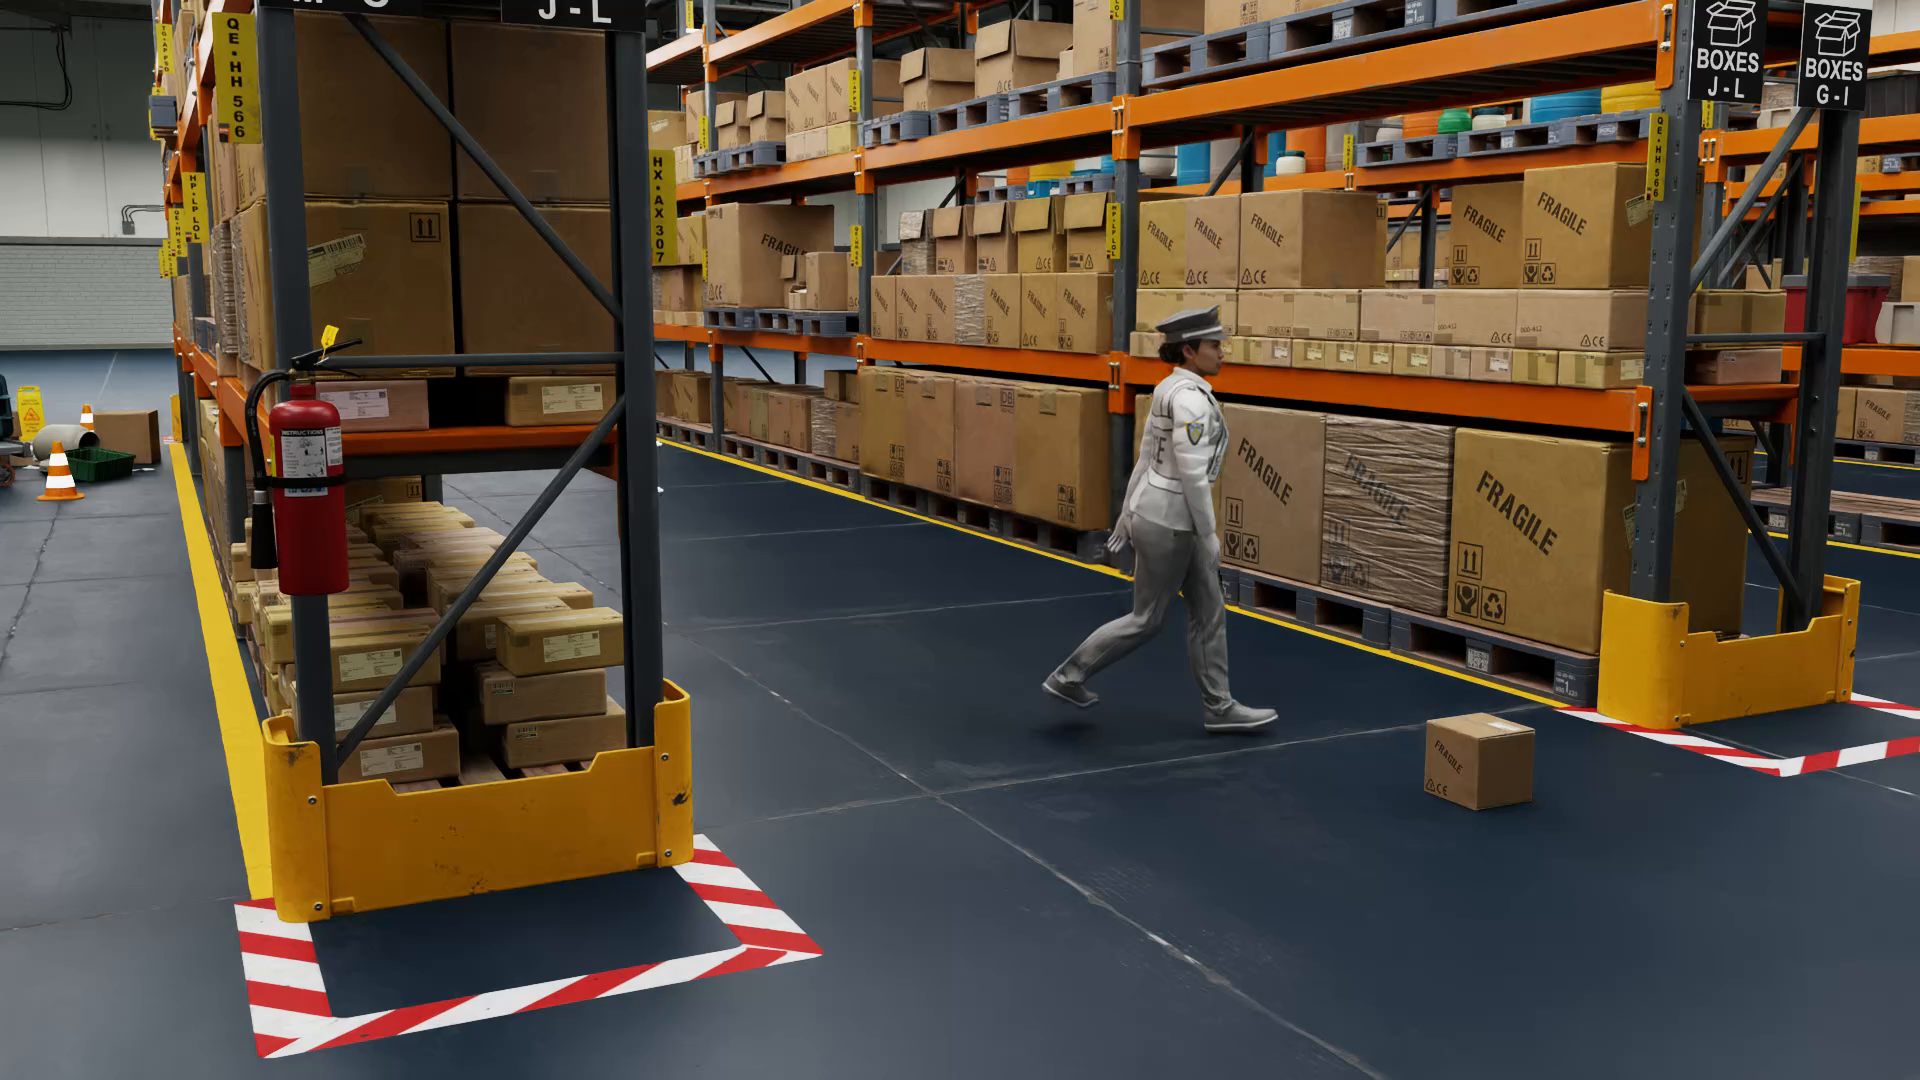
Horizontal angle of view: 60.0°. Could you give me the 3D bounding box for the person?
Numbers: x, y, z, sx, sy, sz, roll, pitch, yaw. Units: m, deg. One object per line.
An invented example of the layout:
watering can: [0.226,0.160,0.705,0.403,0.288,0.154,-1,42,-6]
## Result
person: [0.767,-0.063,6.250,0.913,1.633,0.523,1,9,4]
